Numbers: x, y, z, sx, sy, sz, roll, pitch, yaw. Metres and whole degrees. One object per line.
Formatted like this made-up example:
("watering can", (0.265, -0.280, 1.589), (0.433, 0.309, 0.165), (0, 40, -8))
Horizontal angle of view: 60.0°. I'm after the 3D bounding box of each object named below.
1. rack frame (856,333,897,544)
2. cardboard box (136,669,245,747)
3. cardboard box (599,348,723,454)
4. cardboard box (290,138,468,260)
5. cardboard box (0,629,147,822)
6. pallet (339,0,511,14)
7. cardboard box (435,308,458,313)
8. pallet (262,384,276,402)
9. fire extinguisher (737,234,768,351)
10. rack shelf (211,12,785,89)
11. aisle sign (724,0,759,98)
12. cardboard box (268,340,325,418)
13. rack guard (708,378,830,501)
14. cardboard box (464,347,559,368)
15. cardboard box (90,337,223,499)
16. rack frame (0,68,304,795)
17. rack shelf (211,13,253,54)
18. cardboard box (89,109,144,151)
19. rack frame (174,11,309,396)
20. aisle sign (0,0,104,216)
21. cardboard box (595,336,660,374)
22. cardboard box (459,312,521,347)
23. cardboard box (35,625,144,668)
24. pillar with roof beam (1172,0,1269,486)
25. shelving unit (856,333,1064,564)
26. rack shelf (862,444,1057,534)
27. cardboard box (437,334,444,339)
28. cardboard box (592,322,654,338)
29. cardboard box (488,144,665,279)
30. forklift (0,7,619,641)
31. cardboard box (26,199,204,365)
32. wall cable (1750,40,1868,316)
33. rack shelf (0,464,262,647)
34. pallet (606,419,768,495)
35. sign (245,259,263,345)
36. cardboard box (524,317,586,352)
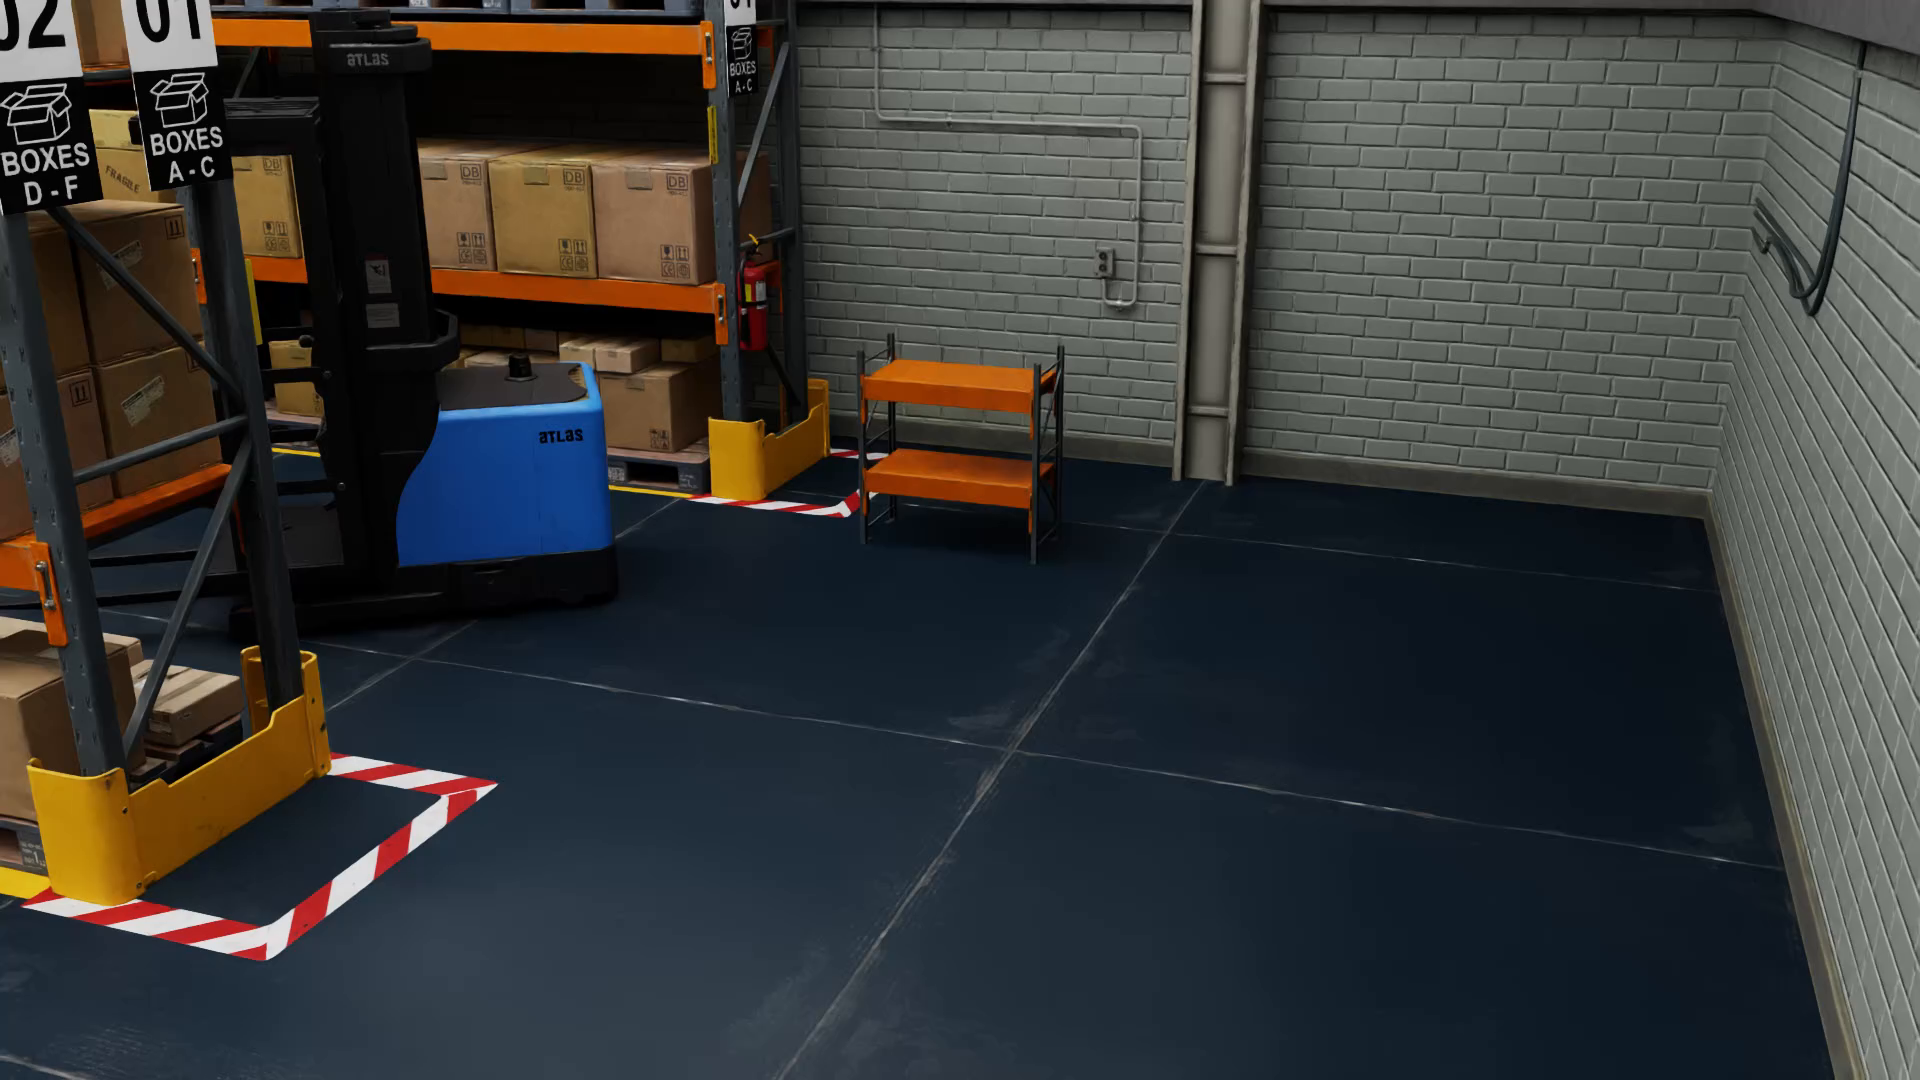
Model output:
("rack frame", (-0.474, -0.585, 9.546), (0.032, 1.125, 0.500), (7, 20, 18))
("cardboard box", (-3.141, 0.676, 6.742), (0.250, 0.149, 0.380), (7, 20, 18))
("cardboard box", (-1.930, -0.913, 10.799), (0.500, 0.500, 0.700), (7, 20, 18))
("cardboard box", (-3.820, -2.280, 11.105), (0.700, 0.700, 0.980), (6, 20, 17))
("cardboard box", (-3.452, 0.680, 6.197), (0.500, 0.500, 0.500), (7, 20, 18))
("pallet", (-3.096, -3.433, 10.446), (1.213, 0.211, 1.003), (7, 20, 18))
("cardboard box", (-3.666, -1.487, 11.460), (0.250, 0.149, 0.380), (6, 20, 16))
("pallet", (-5.768, -1.026, 12.199), (1.213, 0.211, 1.003), (7, 20, 18))
("fire extinguisher", (-1.245, -1.478, 9.944), (0.183, 0.674, 0.296), (7, 20, 18))
("rack shelf", (-3.125, -3.144, 10.573), (4.000, 0.370, 1.077), (7, 20, 18))
("aisle sign", (-1.266, -2.977, 9.611), (0.004, 0.787, 0.394), (7, 20, 18))
("cardboard box", (-4.342, -1.188, 11.587), (0.500, 0.500, 0.700), (7, 20, 19))
("rack guard", (-1.213, -0.668, 10.733), (0.348, 0.500, 1.175), (7, 20, 18))
("cardboard box", (-2.878, -1.021, 11.109), (0.500, 0.500, 0.700), (6, 20, 16))
("cardboard box", (-3.191, -0.487, 6.265), (0.500, 0.500, 0.500), (7, 20, 19))
("rack frame", (-2.858, -0.310, 5.909), (0.127, 3.000, 1.000), (7, 20, 18))
("rack shelf", (-6.904, -3.576, 11.813), (4.000, 0.370, 1.077), (7, 20, 18))
("cardboard box", (-5.539, -2.805, 11.293), (0.500, 0.250, 0.500), (7, 20, 19))
("rack frame", (-5.014, -2.283, 11.568), (0.127, 3.000, 1.000), (7, 20, 18))
("aisle sign", (-2.894, -1.435, 5.187), (0.004, 0.787, 0.394), (7, 20, 18))
("cardboard box", (-2.111, -1.177, 10.569), (0.250, 0.149, 0.380), (6, 20, 17))
("cardboard box", (-3.183, -1.432, 11.302), (0.250, 0.149, 0.380), (6, 20, 17))
("cardboard box", (-3.751, 0.580, 6.866), (0.500, 0.250, 0.500), (7, 20, 18))
("pillar with roof beam", (0.186, -3.322, 5.436), (0.400, 9.000, 9.100), (7, 20, 18))
("shelving unit", (0.006, -0.530, 9.389), (1.048, 1.125, 0.538), (7, 20, 18))
("rack shelf", (0.006, -0.300, 9.469), (1.000, 0.278, 0.538), (7, 20, 18))
("cardboard box", (-3.585, -1.344, 11.050), (0.250, 0.149, 0.380), (6, 20, 17))
("cardboard box", (-2.225, -1.323, 10.988), (0.250, 0.149, 0.380), (7, 20, 18))
("cardboard box", (-2.412, -2.120, 10.644), (0.700, 0.700, 0.980), (6, 20, 18))
("forklift", (-3.354, -1.083, 8.231), (3.031, 2.935, 1.130), (-5, 20, -14))
("cardboard box", (-3.191, -0.959, 6.101), (0.500, 0.500, 0.500), (7, 20, 20))
("wall cable", (3.990, -2.495, 7.781), (0.112, 2.526, 3.097), (7, 20, 18))
("rack shelf", (-4.747, -0.187, 6.647), (4.000, 0.370, 1.077), (7, 20, 18))
("pallet", (-2.017, -0.596, 10.966), (1.213, 0.211, 1.003), (7, 20, 18))
("sign", (-2.680, -0.888, 6.250), (0.005, 0.325, 0.100), (7, 20, 18))
("cardboard box", (-2.702, -1.377, 11.144), (0.250, 0.149, 0.380), (7, 20, 19))
